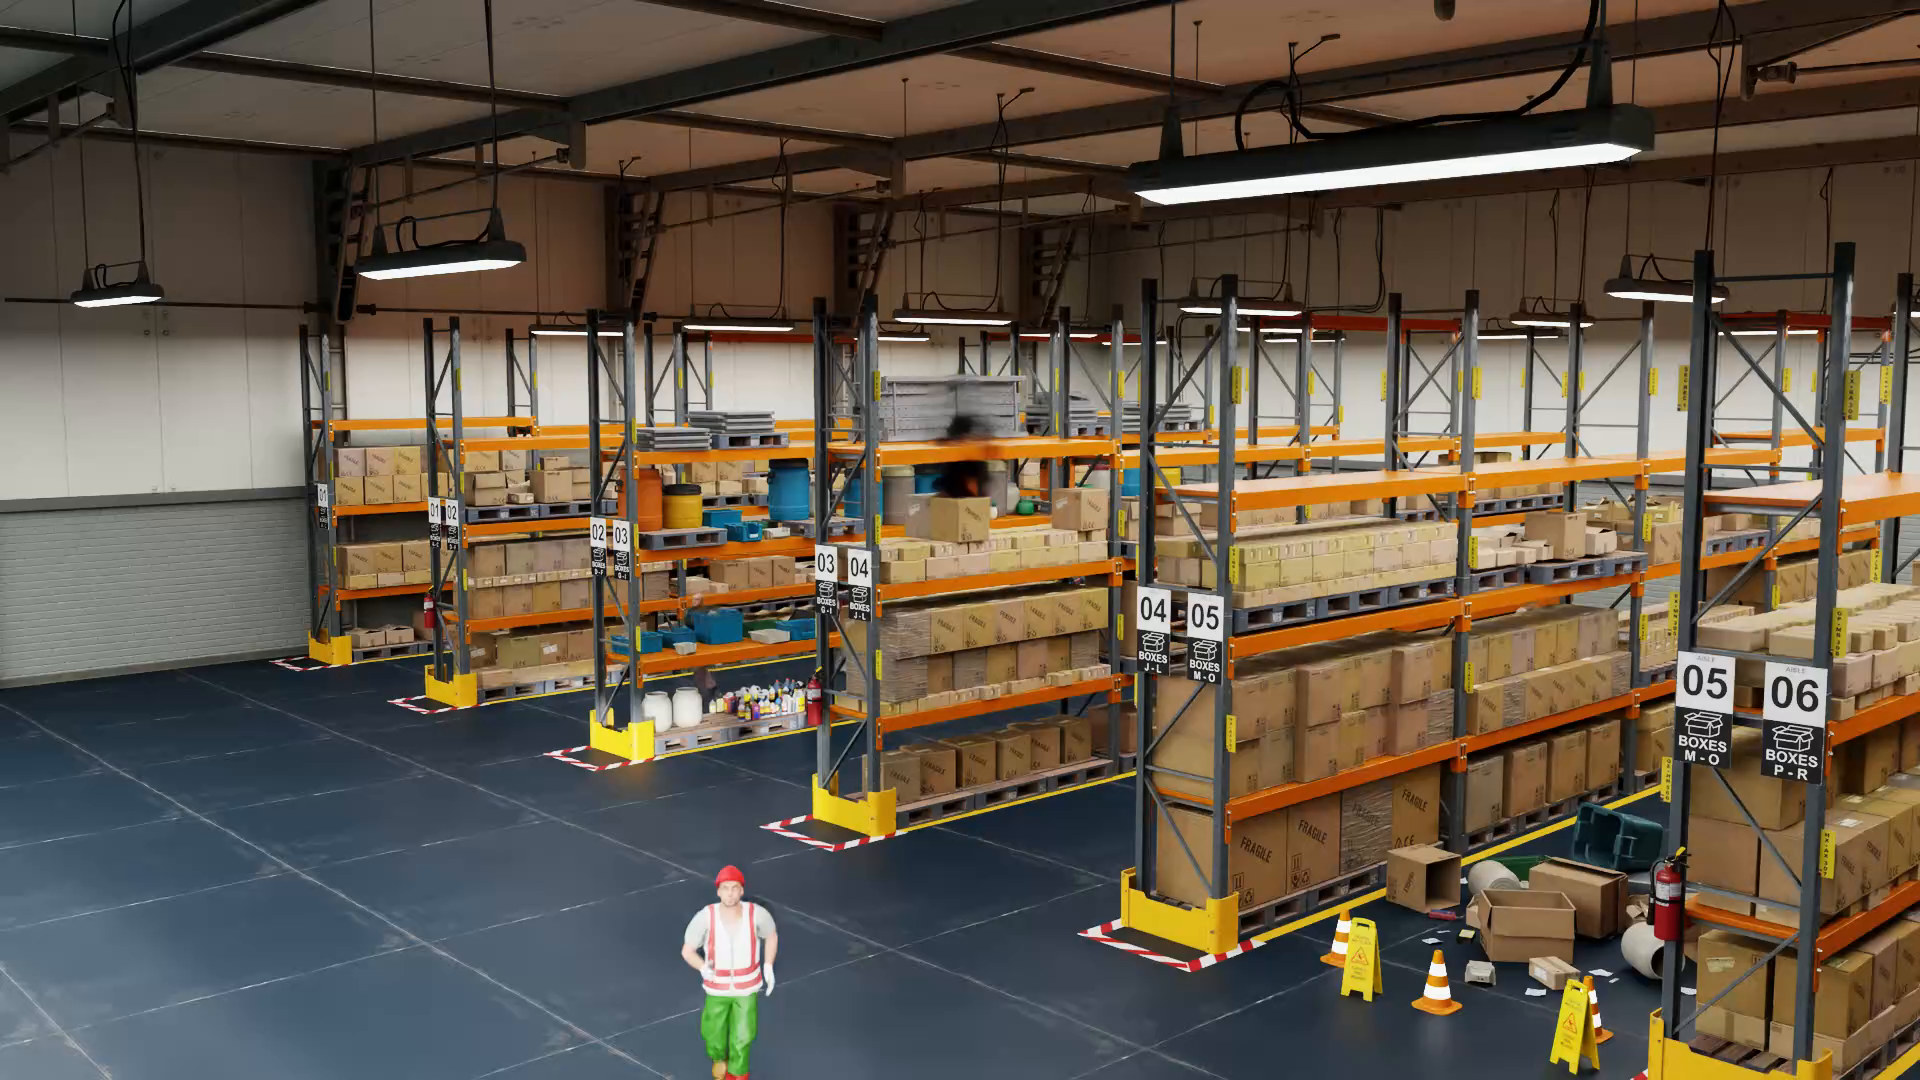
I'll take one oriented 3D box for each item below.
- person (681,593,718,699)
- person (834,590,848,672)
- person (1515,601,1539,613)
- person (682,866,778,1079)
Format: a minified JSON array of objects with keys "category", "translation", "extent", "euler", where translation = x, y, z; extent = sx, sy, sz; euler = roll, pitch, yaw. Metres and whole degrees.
[{"category":"person","translation":[-4.055,1.685,25.850],"extent":[0.648,1.737,0.913],"euler":[3,7,30]},{"category":"person","translation":[-2.092,1.416,28.442],"extent":[0.683,1.783,0.748],"euler":[4,7,35]},{"category":"person","translation":[8.955,1.690,25.941],"extent":[1.094,1.788,0.662],"euler":[-5,8,-42]},{"category":"person","translation":[-1.595,3.119,11.589],"extent":[0.663,1.757,0.782],"euler":[-1,6,-8]}]
